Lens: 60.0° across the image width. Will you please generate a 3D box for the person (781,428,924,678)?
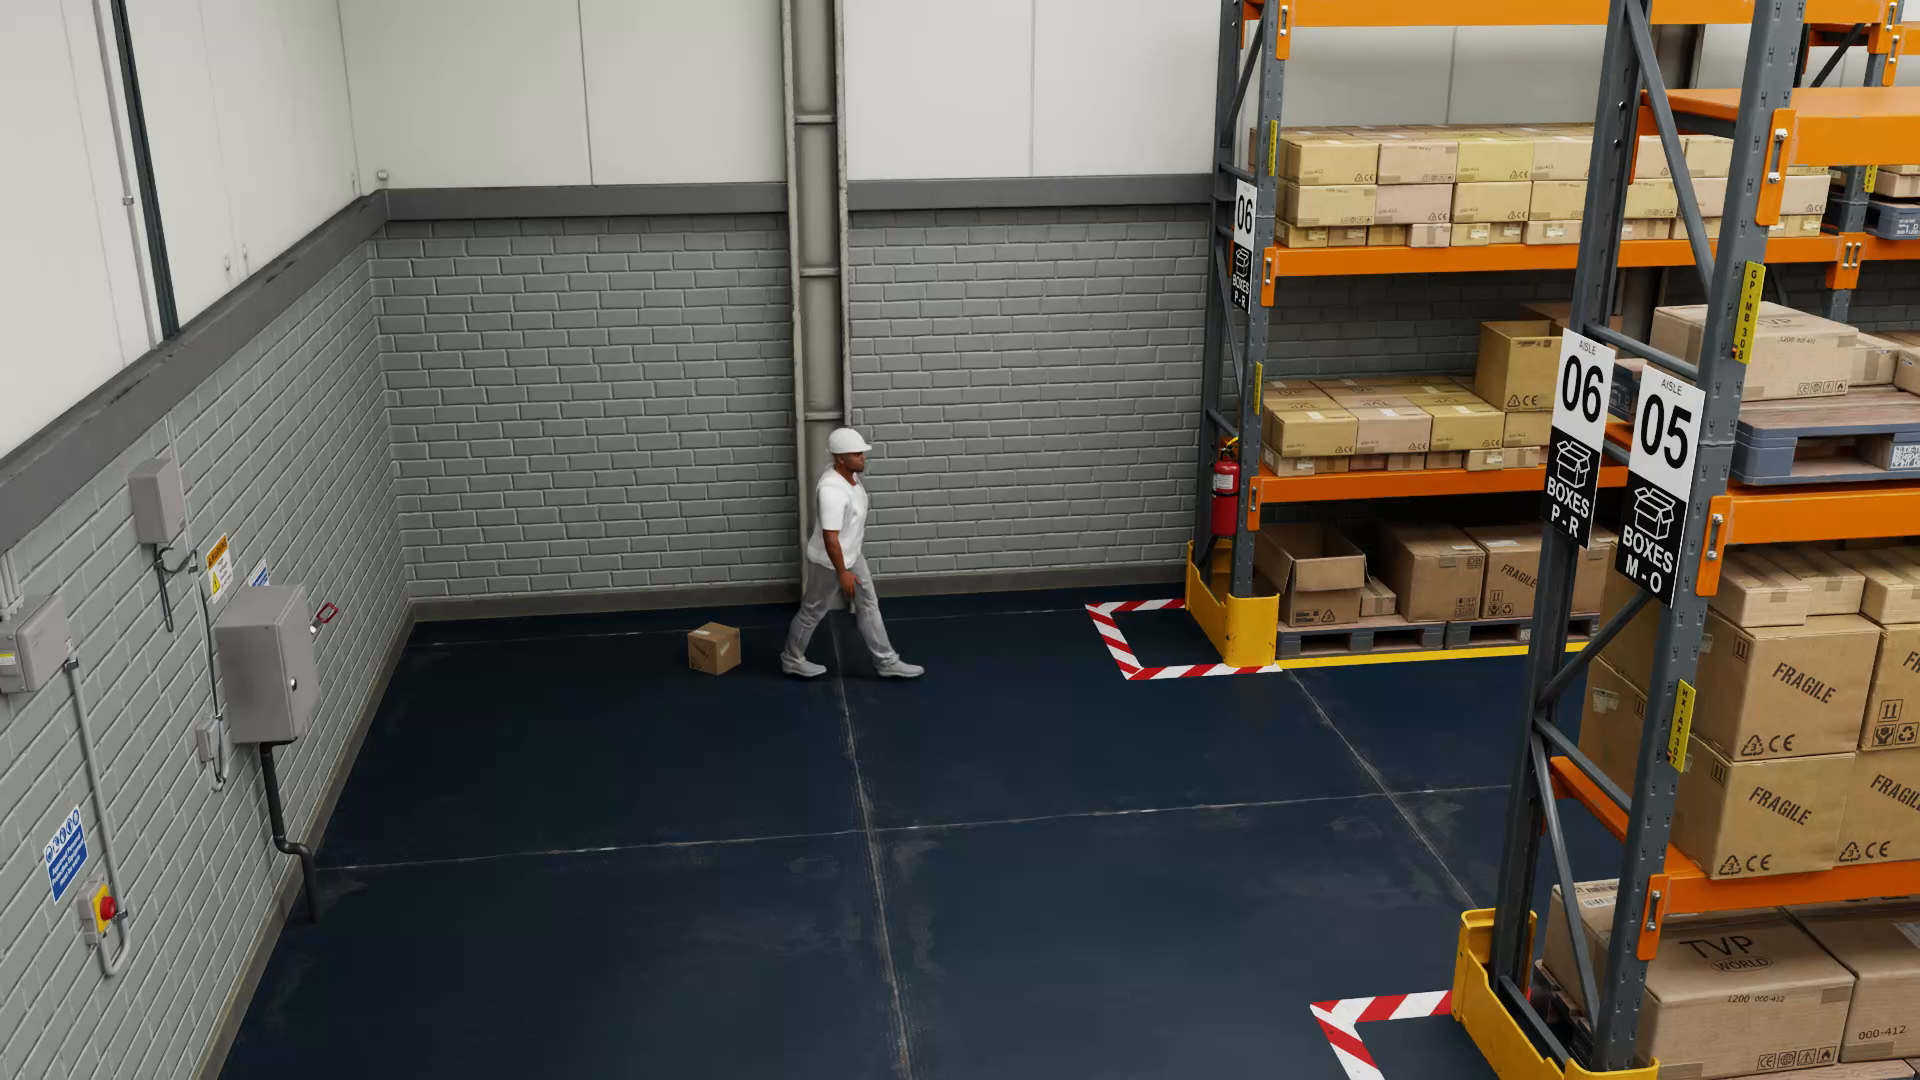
[{"bbox_3d":[-0.738,0.107,10.718,0.944,1.711,0.605,5,20,14],"label":"person"}]
